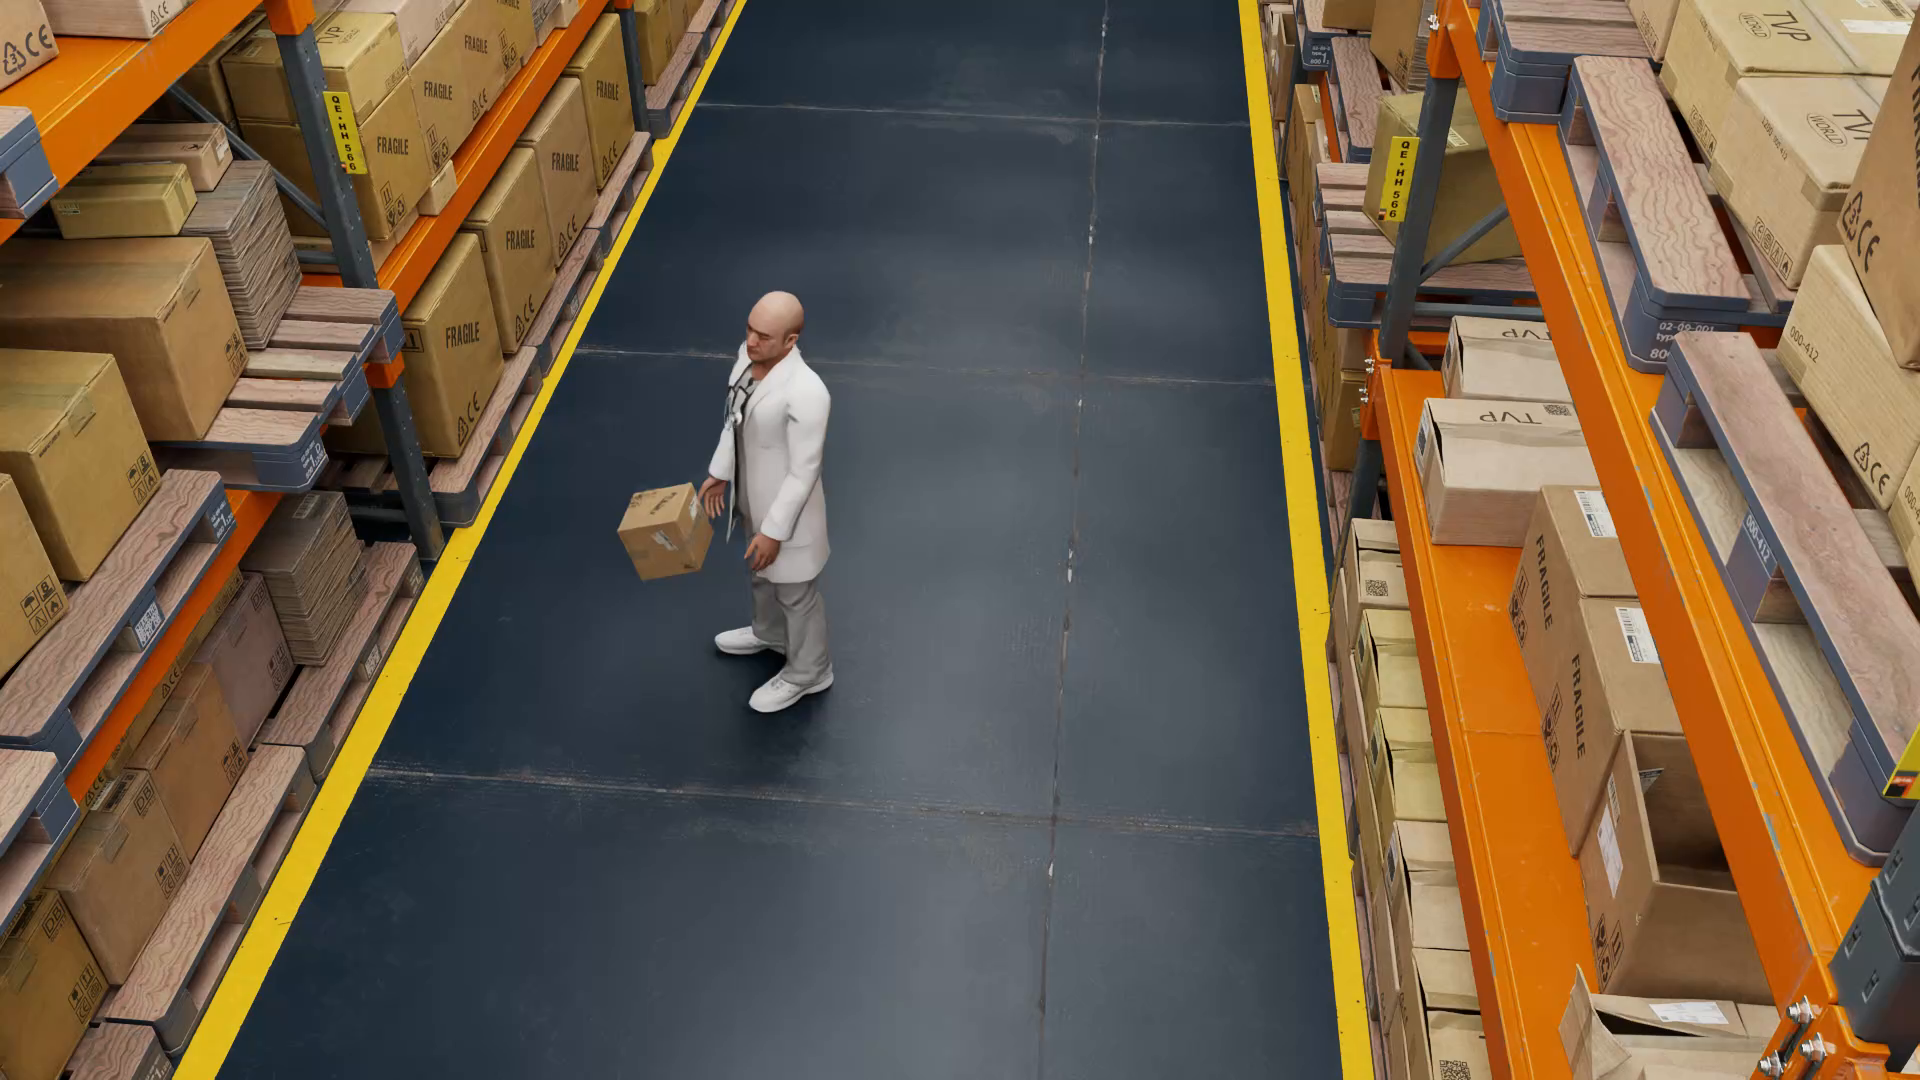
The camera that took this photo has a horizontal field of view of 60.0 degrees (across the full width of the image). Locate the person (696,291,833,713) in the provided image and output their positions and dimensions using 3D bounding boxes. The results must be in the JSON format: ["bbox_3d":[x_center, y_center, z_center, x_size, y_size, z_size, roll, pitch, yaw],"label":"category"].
[{"bbox_3d":[-0.737,-0.136,6.301,0.422,1.791,0.622,-21,44,-23],"label":"person"}]
